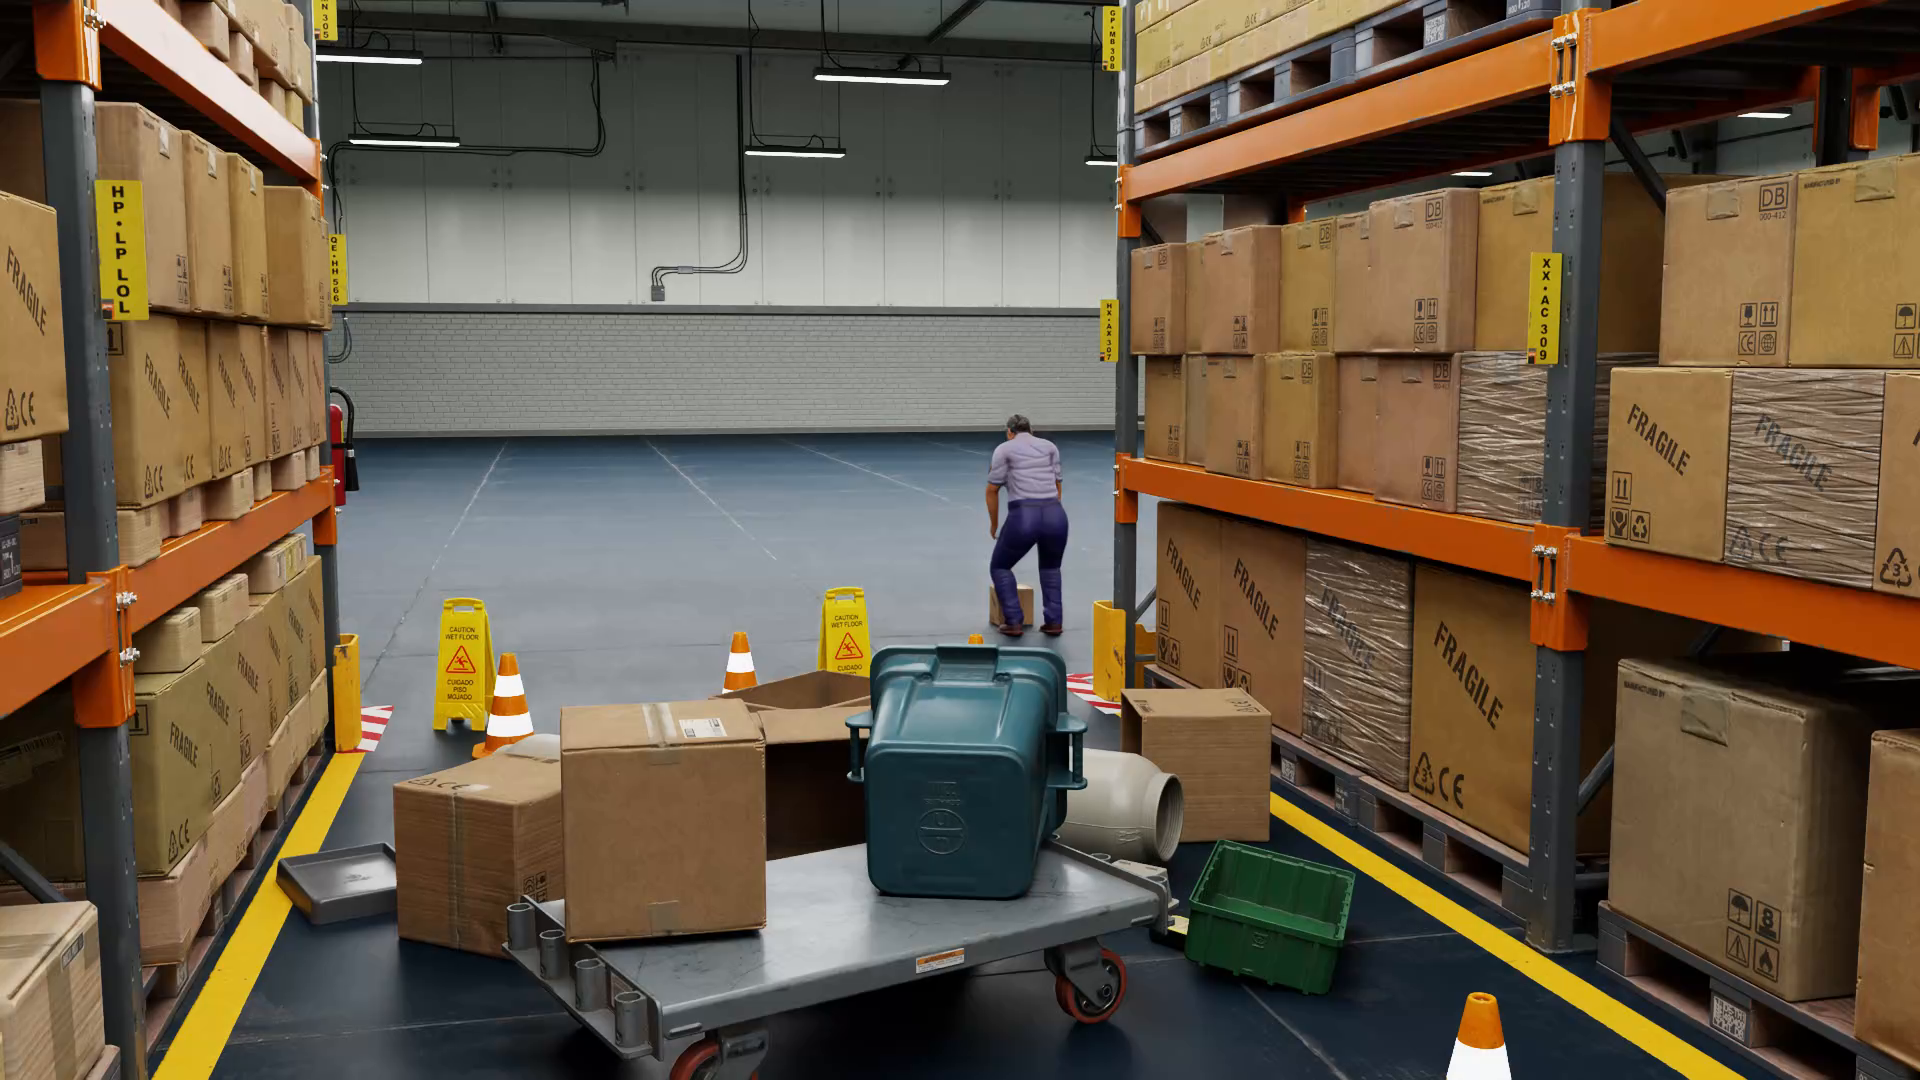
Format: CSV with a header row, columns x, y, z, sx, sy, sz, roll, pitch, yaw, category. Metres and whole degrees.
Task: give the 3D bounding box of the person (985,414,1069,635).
x,y,z,sx,sy,sz,roll,pitch,yaw,category
0.440,-0.098,11.038,0.528,1.469,0.573,-1,6,-13,person
